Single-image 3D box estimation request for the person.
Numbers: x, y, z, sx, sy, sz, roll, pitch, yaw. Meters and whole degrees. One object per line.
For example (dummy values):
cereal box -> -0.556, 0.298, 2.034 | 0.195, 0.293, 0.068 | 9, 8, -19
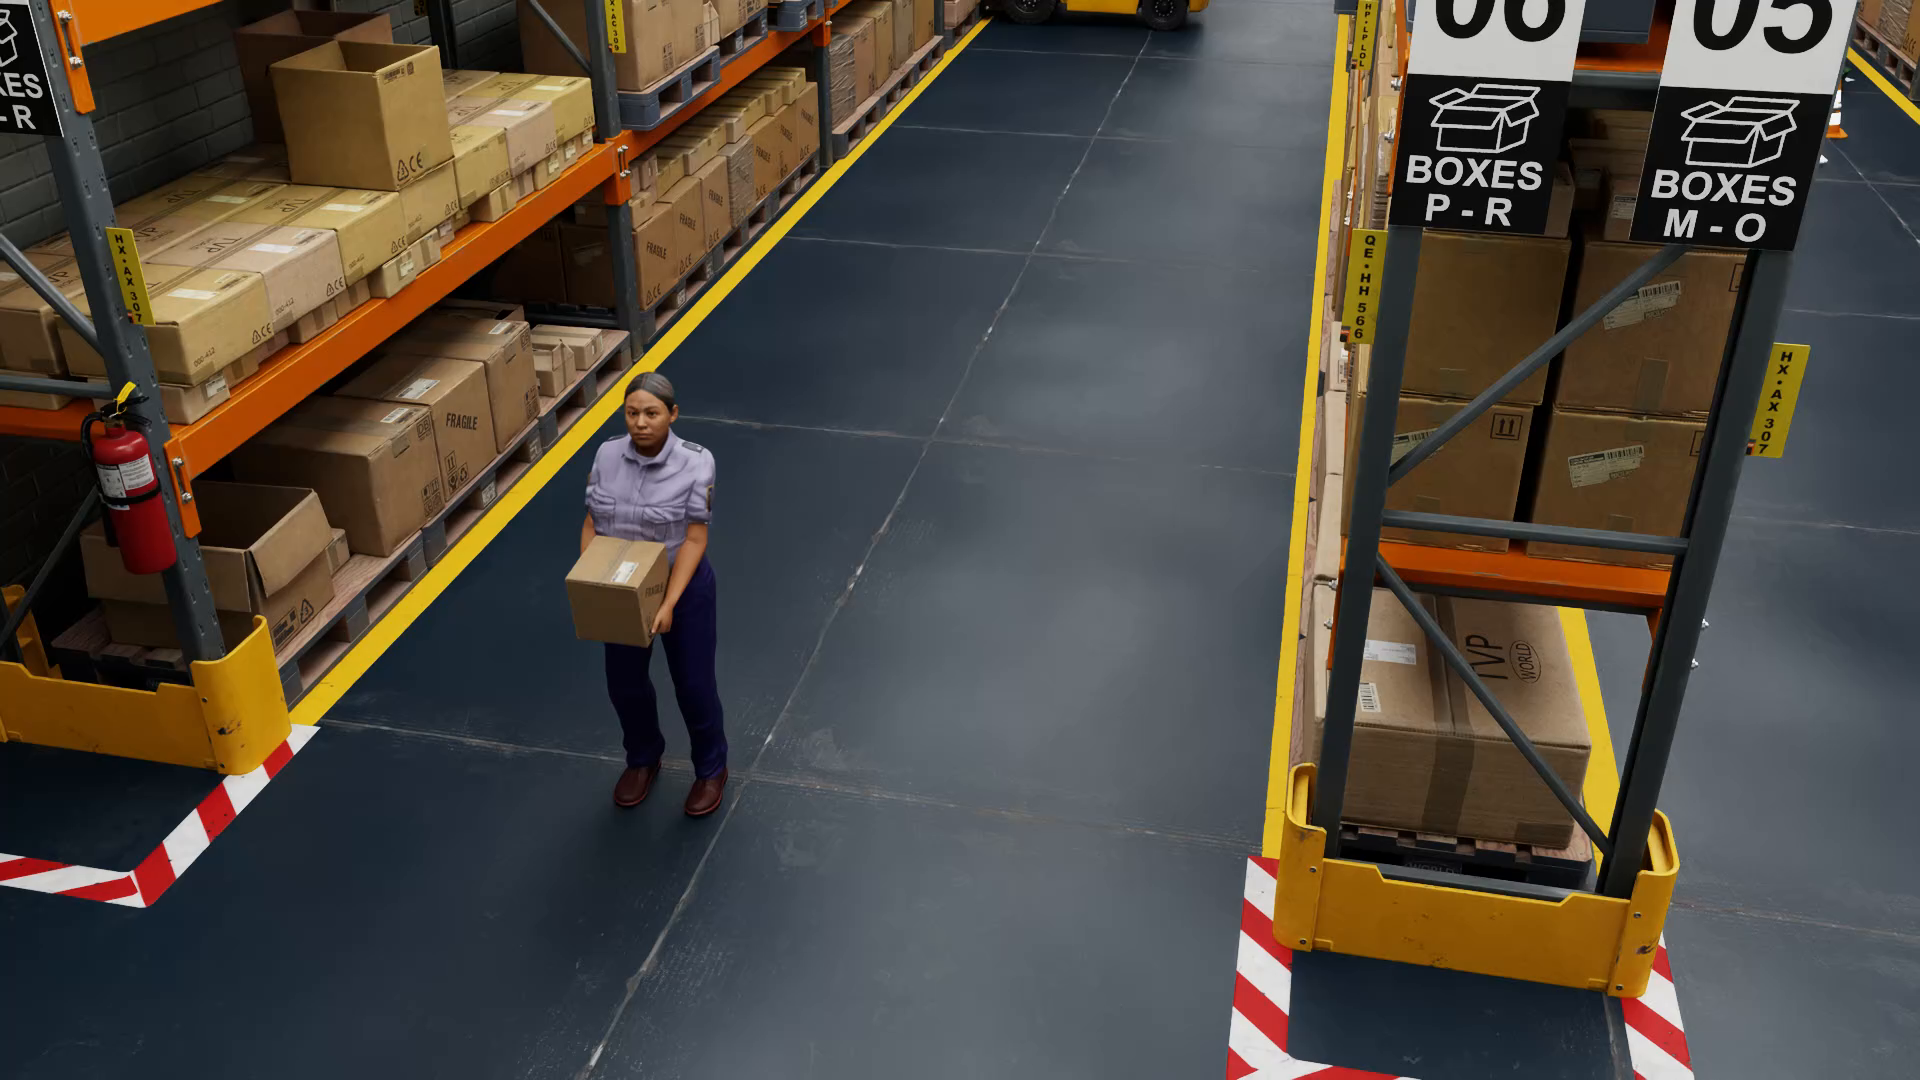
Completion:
person -> -1.070, 0.237, 5.725 | 0.453, 1.636, 0.524 | 6, 30, 12
